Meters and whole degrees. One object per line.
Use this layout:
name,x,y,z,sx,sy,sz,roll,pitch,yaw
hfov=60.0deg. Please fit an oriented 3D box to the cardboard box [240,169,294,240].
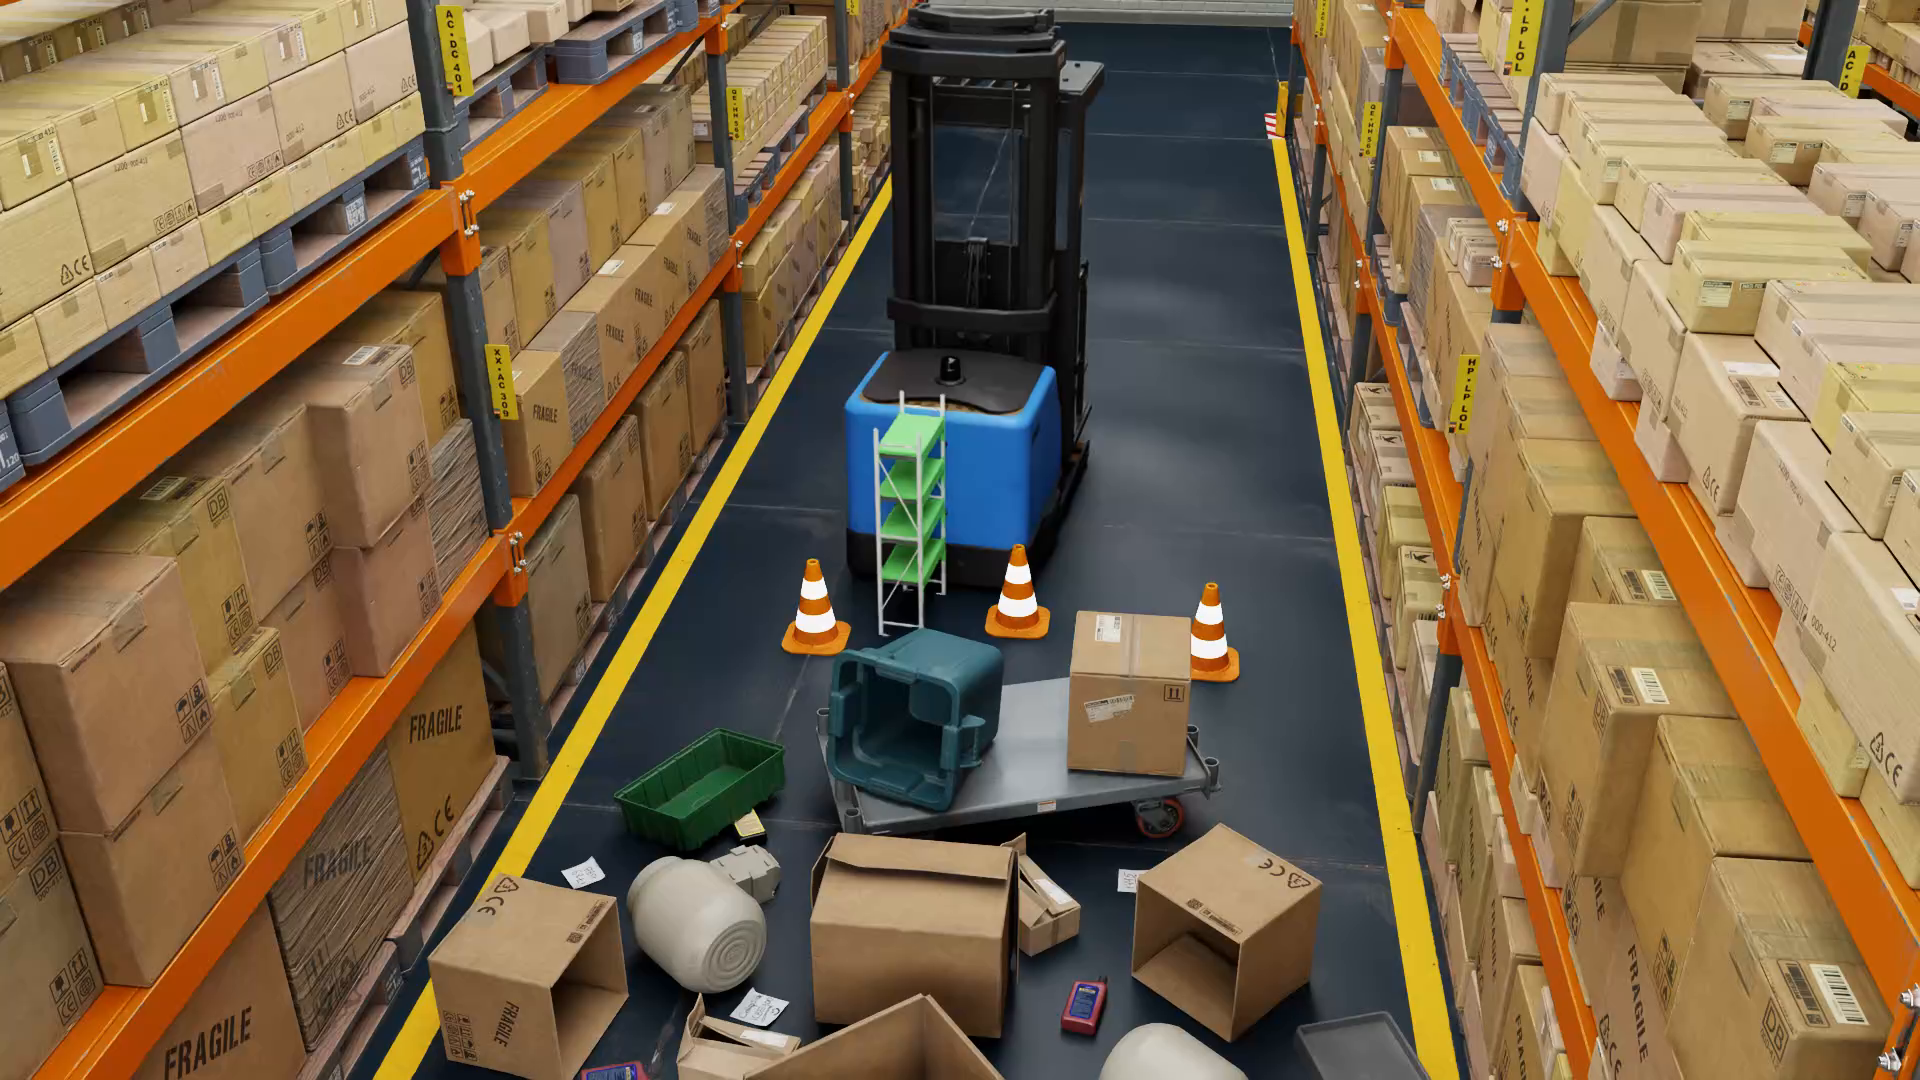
cardboard box,-2.272,-1.029,5.051,0.380,0.149,0.250,4,29,7

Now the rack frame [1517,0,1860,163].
rack frame,2.504,-2.659,5.198,1.000,3.000,0.127,3,28,6

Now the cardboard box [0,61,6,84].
cardboard box,-2.957,-1.297,4.709,0.380,0.149,0.250,3,28,6

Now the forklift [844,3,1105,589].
forklift,0.208,-1.701,9.817,1.130,2.935,3.031,6,29,12

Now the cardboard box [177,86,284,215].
cardboard box,-2.352,-1.153,4.861,0.500,0.250,0.500,3,28,6

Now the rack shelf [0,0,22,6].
rack shelf,-11.021,-5.272,17.132,1.077,0.370,4.000,3,28,6

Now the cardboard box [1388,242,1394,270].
cardboard box,2.623,-1.576,9.334,0.380,0.149,0.250,2,28,3

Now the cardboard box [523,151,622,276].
cardboard box,-2.179,-1.694,8.572,0.700,0.500,0.500,3,28,6

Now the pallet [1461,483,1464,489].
pallet,2.743,-0.285,7.319,1.003,0.211,1.213,3,28,6

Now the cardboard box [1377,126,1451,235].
cardboard box,2.710,-2.062,9.554,0.500,0.500,0.500,3,28,5

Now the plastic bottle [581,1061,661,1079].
plastic bottle,-1.229,1.966,6.037,0.283,0.061,0.133,-6,29,-11

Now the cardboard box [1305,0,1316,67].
cardboard box,3.392,-4.541,14.911,0.500,0.500,0.500,3,28,5

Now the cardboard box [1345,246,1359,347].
cardboard box,3.275,-1.890,11.894,0.875,0.875,0.875,4,29,7

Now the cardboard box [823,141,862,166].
cardboard box,-1.100,-3.492,15.005,0.380,0.149,0.250,5,29,9

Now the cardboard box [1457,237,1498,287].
cardboard box,2.408,-1.219,7.304,0.380,0.149,0.250,3,28,5

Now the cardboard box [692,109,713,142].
cardboard box,-1.681,-2.686,10.767,0.380,0.149,0.250,3,28,6

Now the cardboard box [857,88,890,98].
cardboard box,-0.852,-4.472,16.824,0.380,0.149,0.250,2,28,4

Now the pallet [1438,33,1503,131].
pallet,2.810,-2.029,7.388,1.213,0.211,1.003,3,28,6

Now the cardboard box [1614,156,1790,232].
cardboard box,2.059,-0.960,4.631,0.380,0.149,0.250,2,28,5

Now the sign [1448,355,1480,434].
sign,1.953,-0.558,6.403,0.100,0.325,0.005,3,28,6

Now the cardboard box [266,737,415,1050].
cardboard box,-2.674,1.209,6.141,0.875,0.875,0.875,4,29,7

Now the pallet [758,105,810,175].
pallet,-1.729,-2.991,12.341,1.003,0.211,1.213,3,28,6

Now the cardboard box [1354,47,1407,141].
cardboard box,2.853,-2.886,10.784,0.500,0.500,0.500,4,29,7

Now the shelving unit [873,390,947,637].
shelving unit,-0.254,-0.123,8.714,0.258,1.200,0.503,6,29,12

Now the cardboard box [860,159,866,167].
cardboard box,-1.084,-3.474,15.599,0.380,0.149,0.250,3,28,5

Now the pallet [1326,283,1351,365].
pallet,3.318,-1.613,12.521,1.003,0.211,1.213,3,28,6

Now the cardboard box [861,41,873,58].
cardboard box,-1.007,-4.525,15.251,0.380,0.149,0.250,4,29,7

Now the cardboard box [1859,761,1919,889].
cardboard box,1.780,0.471,2.816,0.380,0.149,0.250,3,29,6

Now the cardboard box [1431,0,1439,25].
cardboard box,2.756,-2.904,8.956,0.396,0.266,0.258,3,28,6

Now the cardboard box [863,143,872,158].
cardboard box,-1.049,-3.733,15.766,0.380,0.149,0.250,5,29,9

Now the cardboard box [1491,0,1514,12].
cardboard box,2.552,-2.439,7.141,0.500,0.250,0.500,4,29,7

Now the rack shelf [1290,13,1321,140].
rack shelf,3.730,-4.409,15.529,1.077,0.370,4.000,3,28,6

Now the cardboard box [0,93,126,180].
cardboard box,-2.366,-1.023,4.199,0.380,0.149,0.250,4,29,7

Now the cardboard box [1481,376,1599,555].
cardboard box,2.151,-0.200,5.485,0.700,0.500,0.500,4,29,6

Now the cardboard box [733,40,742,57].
cardboard box,-1.975,-3.948,13.425,0.380,0.149,0.250,3,28,5

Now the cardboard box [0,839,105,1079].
cardboard box,-2.865,1.121,4.348,0.875,0.550,0.550,3,28,6

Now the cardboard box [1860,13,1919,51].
cardboard box,8.417,-4.529,14.838,0.500,0.250,0.500,3,28,5

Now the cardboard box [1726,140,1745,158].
cardboard box,2.717,-1.179,5.458,0.500,0.250,0.500,3,28,6

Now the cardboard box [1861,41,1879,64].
cardboard box,8.370,-4.402,15.023,0.380,0.149,0.250,4,29,7

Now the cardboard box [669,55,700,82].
cardboard box,-2.132,-3.466,12.215,0.380,0.149,0.250,4,29,8

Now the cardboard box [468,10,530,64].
cardboard box,-2.047,-2.171,7.171,0.250,0.149,0.380,3,28,6

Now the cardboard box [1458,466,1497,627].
cardboard box,2.174,-0.002,6.172,0.500,0.500,0.500,3,28,6

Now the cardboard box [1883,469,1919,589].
cardboard box,1.833,0.008,2.834,0.380,0.149,0.250,4,29,7

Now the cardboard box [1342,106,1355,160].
cardboard box,2.903,-2.781,11.381,0.500,0.250,0.500,3,28,5

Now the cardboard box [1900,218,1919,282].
cardboard box,2.587,-0.682,4.114,0.380,0.149,0.250,4,29,7

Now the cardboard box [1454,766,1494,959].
cardboard box,2.110,1.192,6.040,0.500,0.500,0.500,4,29,8

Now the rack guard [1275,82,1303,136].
rack guard,3.978,-4.578,17.720,1.175,0.500,0.348,3,28,6

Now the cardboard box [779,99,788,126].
cardboard box,-1.482,-3.161,12.277,0.380,0.149,0.250,2,28,5

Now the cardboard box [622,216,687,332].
cardboard box,-1.843,-1.487,9.243,0.500,0.500,0.500,3,28,5

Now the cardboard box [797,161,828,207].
cardboard box,-1.357,-2.832,13.246,0.500,0.250,0.500,5,29,9

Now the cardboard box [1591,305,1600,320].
cardboard box,2.144,-0.737,5.058,0.380,0.149,0.250,4,29,8

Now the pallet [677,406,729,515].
pallet,-2.102,-0.547,10.542,1.003,0.211,1.213,3,28,6

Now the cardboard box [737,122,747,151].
cardboard box,-1.641,-2.690,11.089,0.380,0.149,0.250,5,29,9

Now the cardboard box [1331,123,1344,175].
cardboard box,2.958,-2.807,11.956,0.500,0.250,0.500,3,28,5

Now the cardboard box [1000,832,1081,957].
cardboard box,0.275,1.444,6.789,0.258,0.266,0.396,-17,33,-29

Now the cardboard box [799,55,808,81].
cardboard box,-1.387,-3.661,12.891,0.380,0.149,0.250,2,28,5

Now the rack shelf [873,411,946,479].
rack shelf,-0.254,-0.489,8.516,0.258,0.148,0.480,6,29,12

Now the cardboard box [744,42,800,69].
cardboard box,-1.427,-3.673,12.599,0.380,0.149,0.250,2,28,5

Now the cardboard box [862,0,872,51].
cardboard box,-1.076,-4.651,14.801,0.500,0.500,0.500,3,28,6
